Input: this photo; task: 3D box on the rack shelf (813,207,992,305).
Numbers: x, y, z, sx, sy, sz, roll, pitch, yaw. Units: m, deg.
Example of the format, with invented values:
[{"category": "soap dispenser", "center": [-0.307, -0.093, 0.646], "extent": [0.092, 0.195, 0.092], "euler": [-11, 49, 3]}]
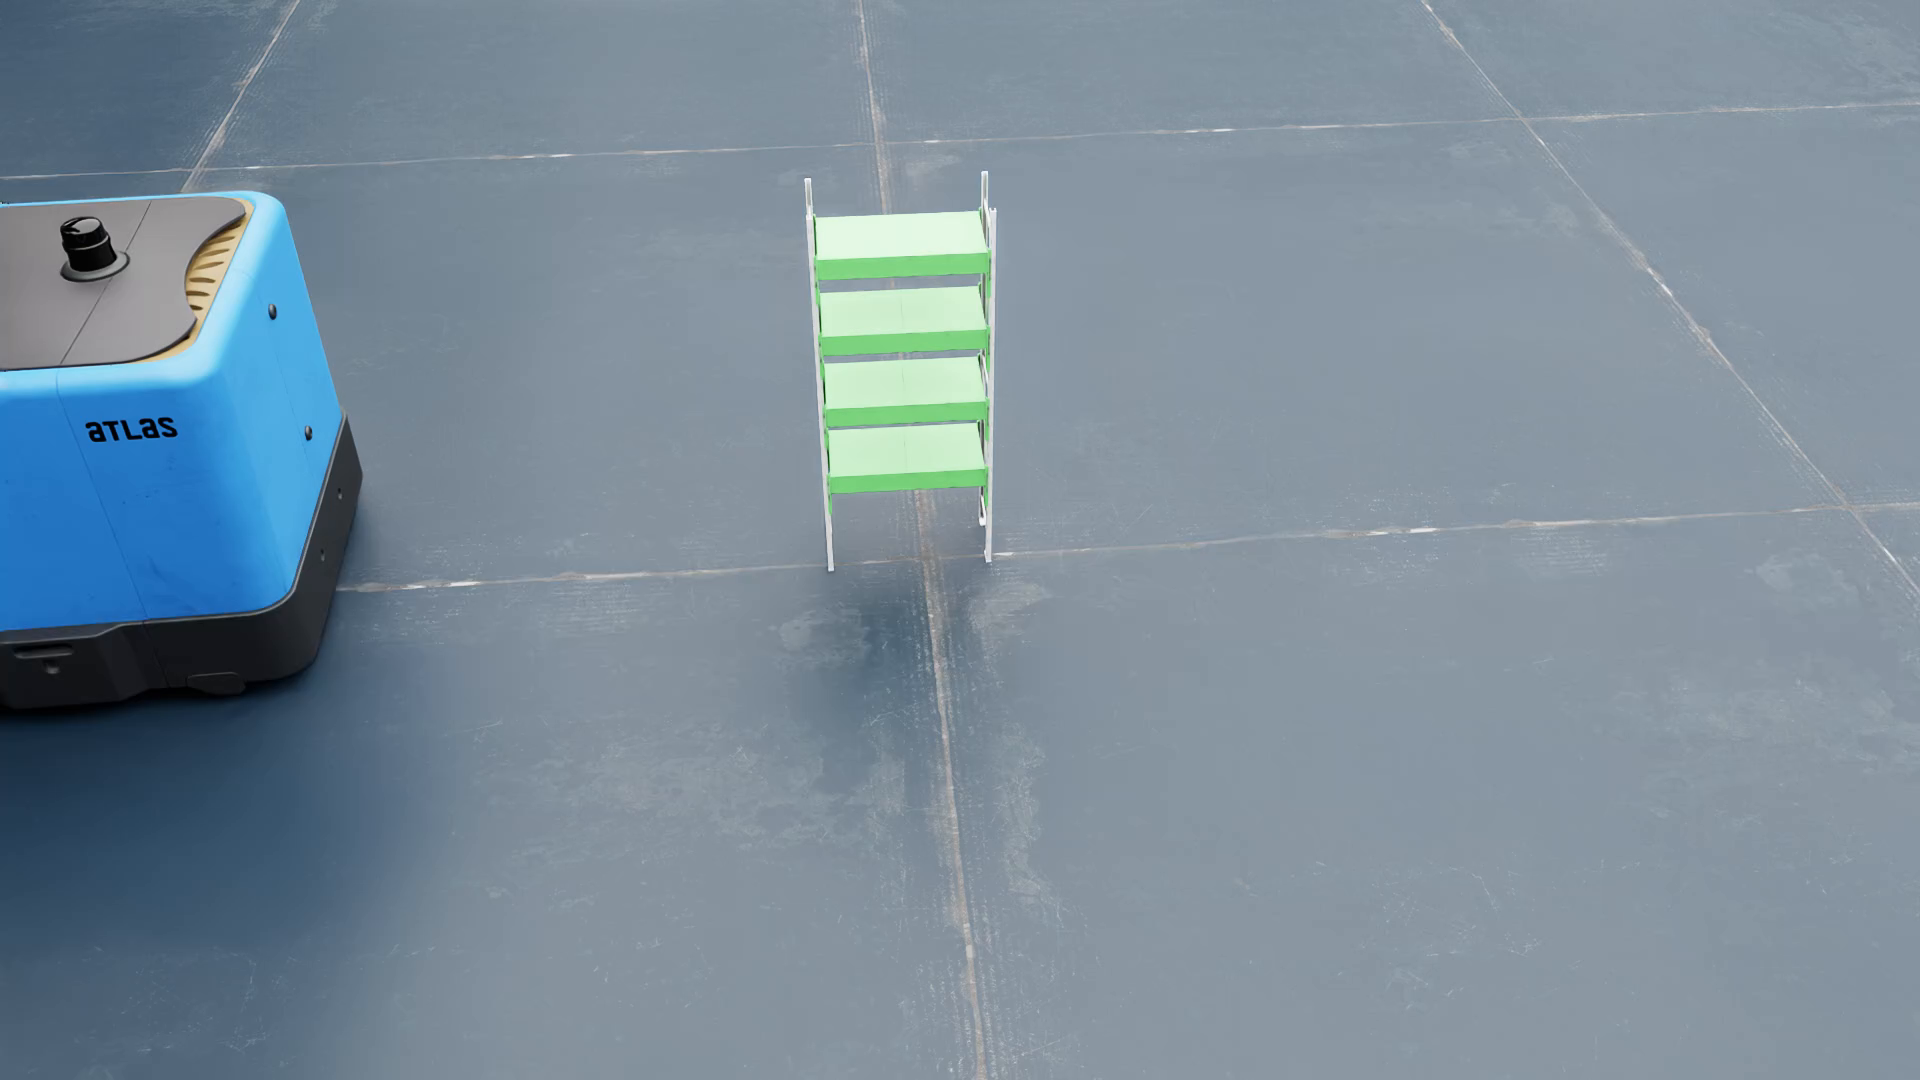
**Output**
[{"category": "rack shelf", "center": [-0.165, -0.789, 4.609], "extent": [0.480, 0.148, 0.258], "euler": [-3, 38, -4]}]

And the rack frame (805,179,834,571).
[{"category": "rack frame", "center": [-0.408, -0.449, 4.850], "extent": [0.015, 1.200, 0.240], "euler": [-3, 38, -4]}]

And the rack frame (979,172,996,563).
[{"category": "rack frame", "center": [0.078, -0.475, 4.884], "extent": [0.015, 1.200, 0.240], "euler": [-3, 38, -4]}]

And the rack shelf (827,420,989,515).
[{"category": "rack shelf", "center": [-0.165, -0.223, 5.055], "extent": [0.480, 0.148, 0.258], "euler": [-3, 38, -4]}]

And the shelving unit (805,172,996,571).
[{"category": "shelving unit", "center": [-0.165, -0.462, 4.867], "extent": [0.503, 1.200, 0.258], "euler": [-3, 38, -4]}]

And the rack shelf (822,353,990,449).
[{"category": "rack shelf", "center": [-0.165, -0.412, 4.906], "extent": [0.480, 0.148, 0.258], "euler": [-3, 38, -4]}]

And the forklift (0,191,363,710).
[{"category": "forklift", "center": [-3.385, -0.918, 4.047], "extent": [3.031, 2.935, 1.130], "euler": [-4, 38, -6]}]

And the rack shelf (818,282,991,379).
[{"category": "rack shelf", "center": [-0.165, -0.600, 4.758], "extent": [0.480, 0.148, 0.258], "euler": [-3, 38, -4]}]
